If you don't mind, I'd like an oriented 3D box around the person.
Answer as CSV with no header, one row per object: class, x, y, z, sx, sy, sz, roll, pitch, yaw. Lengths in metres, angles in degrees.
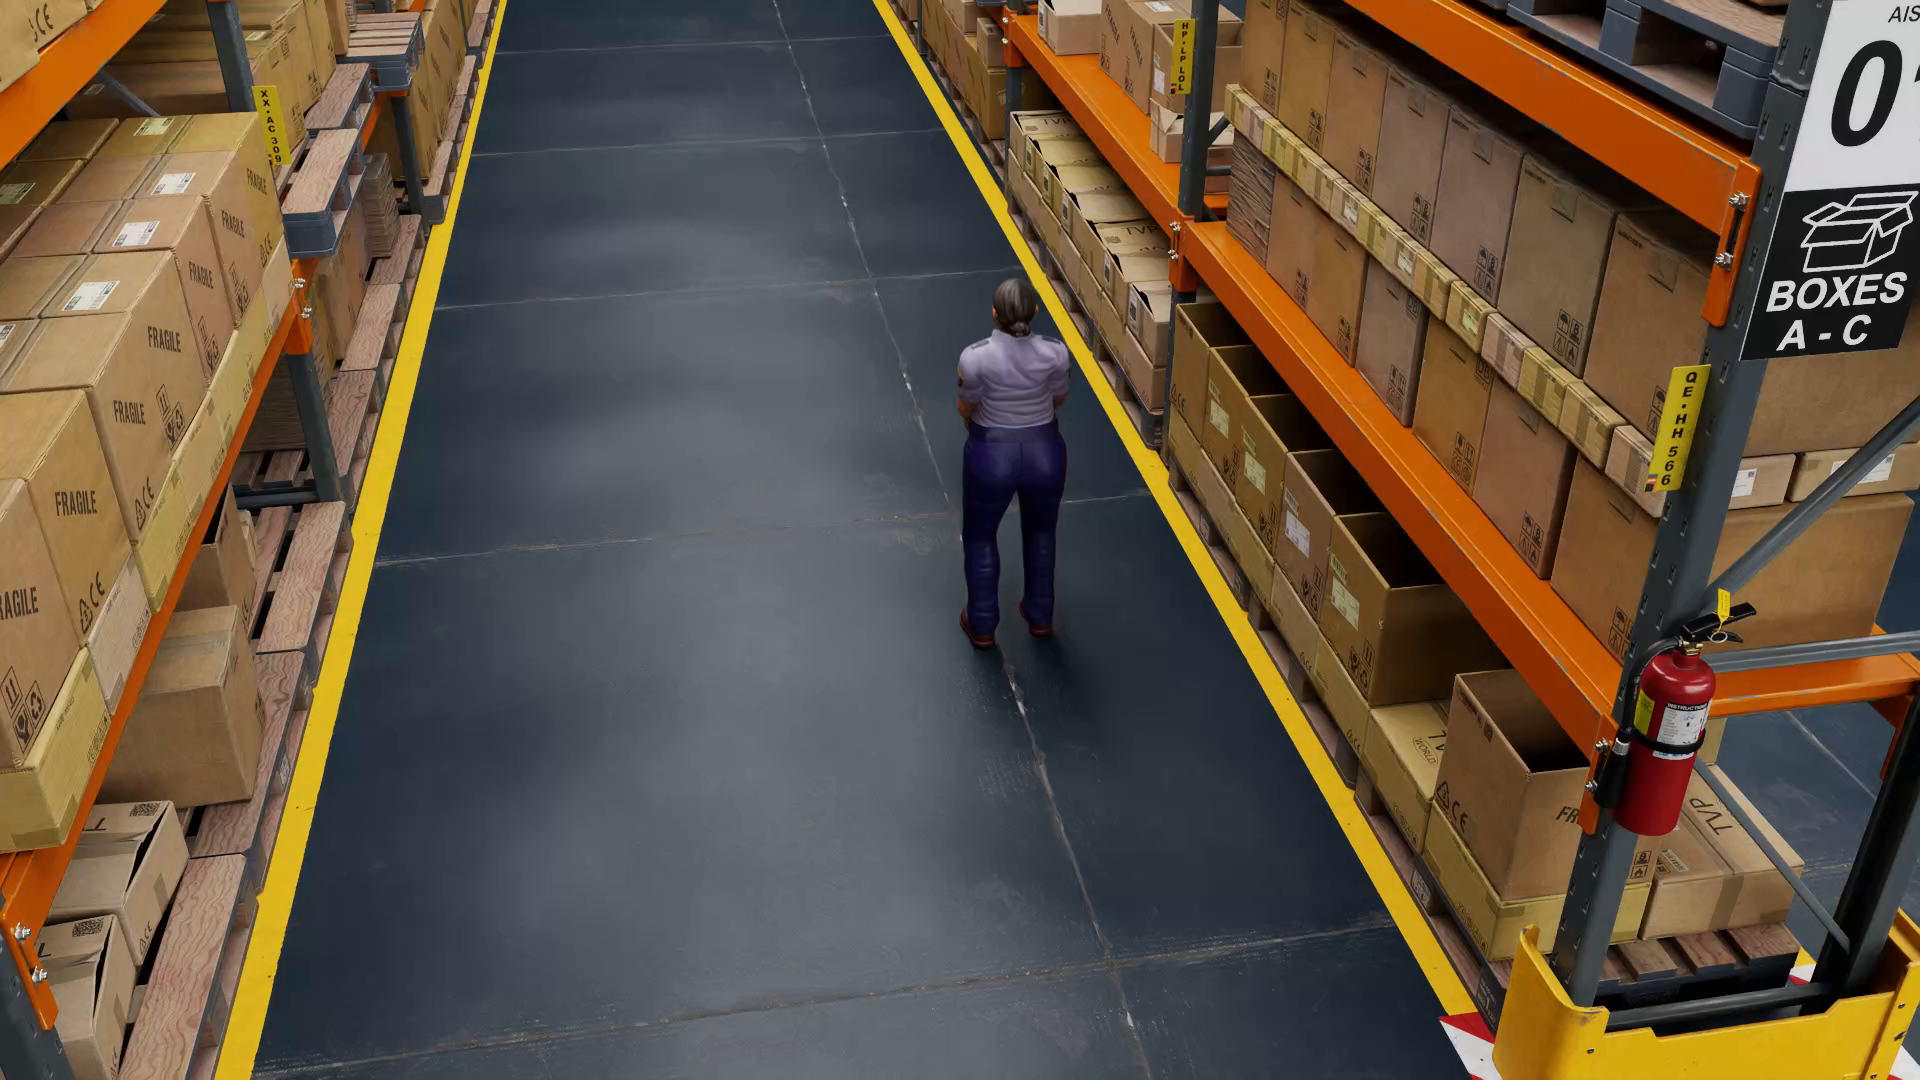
person,0.198,-0.347,6.738,0.452,1.635,0.525,-5,31,-8
